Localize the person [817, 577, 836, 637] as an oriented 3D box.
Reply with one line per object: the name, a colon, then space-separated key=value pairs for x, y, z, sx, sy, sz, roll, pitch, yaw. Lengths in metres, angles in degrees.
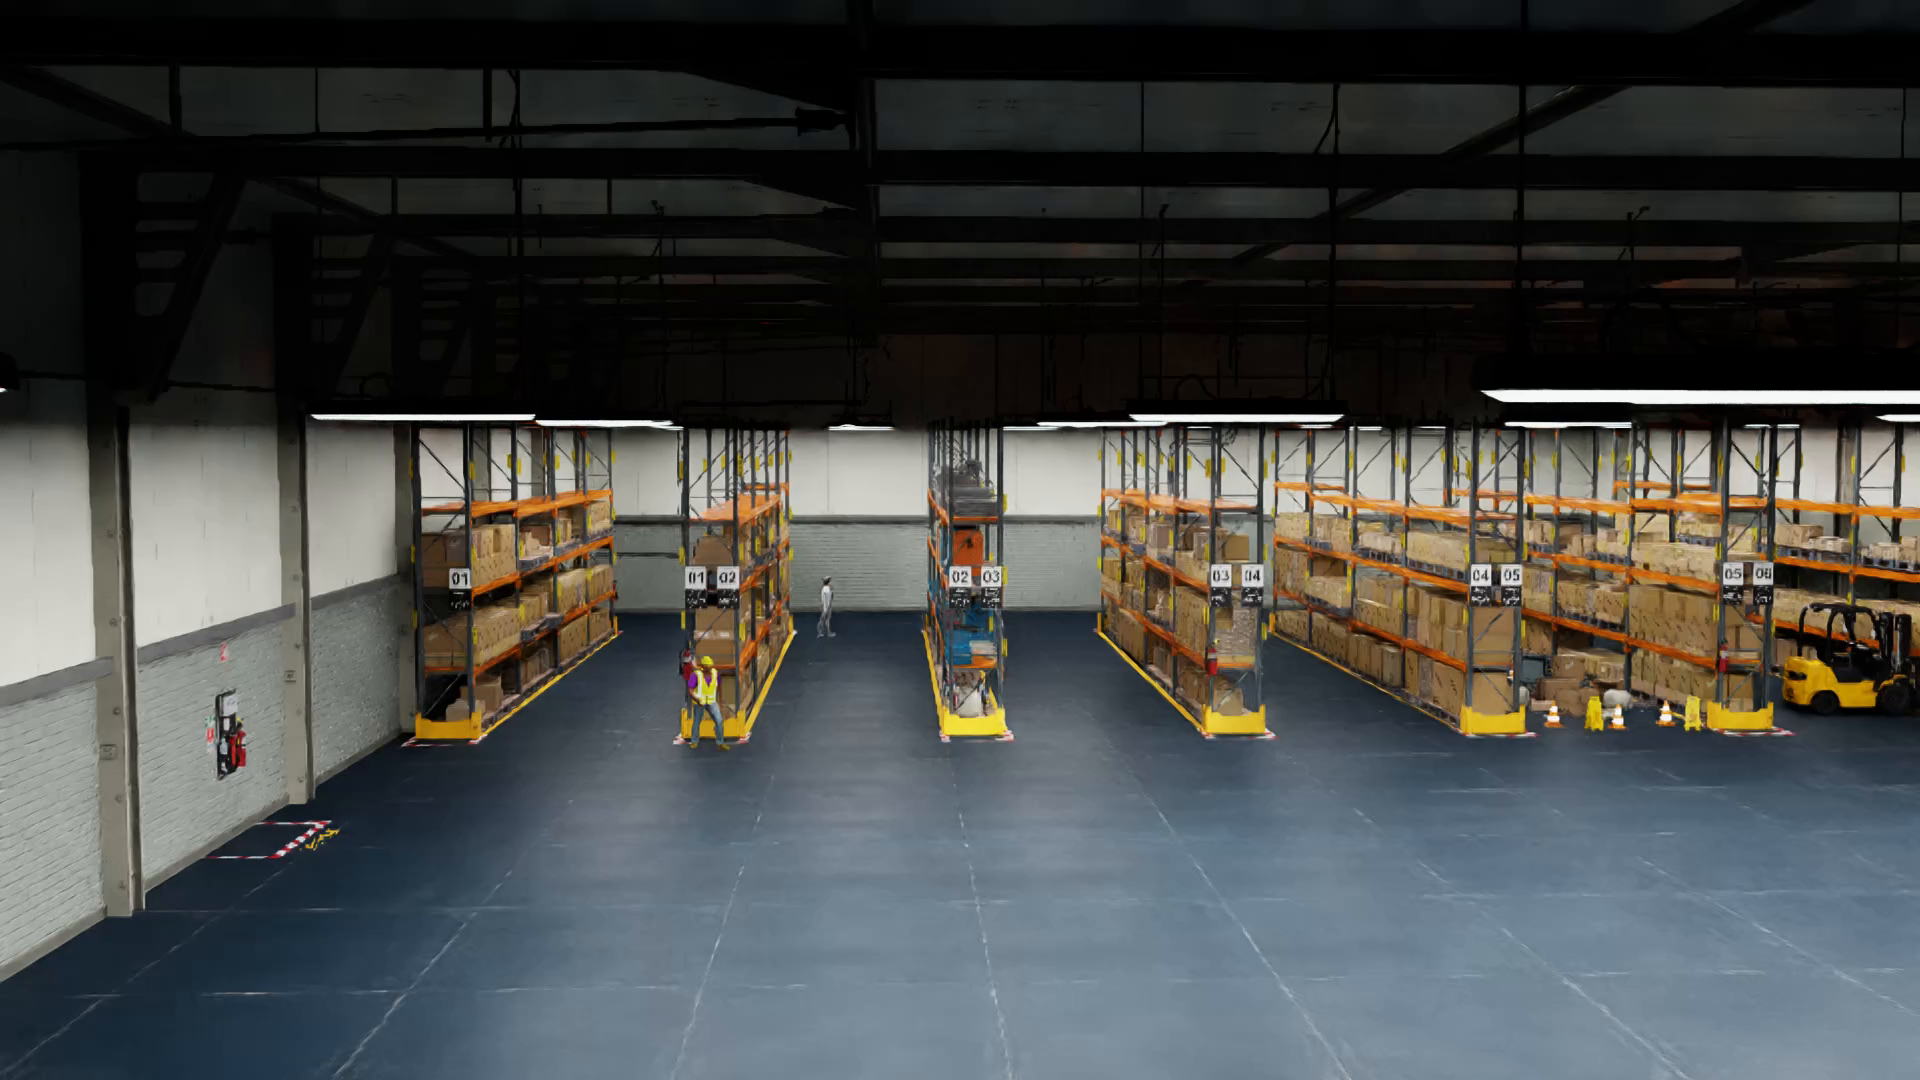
person: x=-3.748 y=1.858 z=46.439 sx=0.487 sy=1.667 sz=0.583 roll=0 pitch=4 yaw=6

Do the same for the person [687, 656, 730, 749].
person: x=-4.569 y=2.913 z=29.899 sx=0.713 sy=1.696 sz=0.809 roll=-1 pitch=4 yaw=-21

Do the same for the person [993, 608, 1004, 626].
person: x=0.983 y=1.671 z=48.812 sx=0.542 sy=1.758 sz=0.662 roll=-2 pitch=4 yaw=-31
